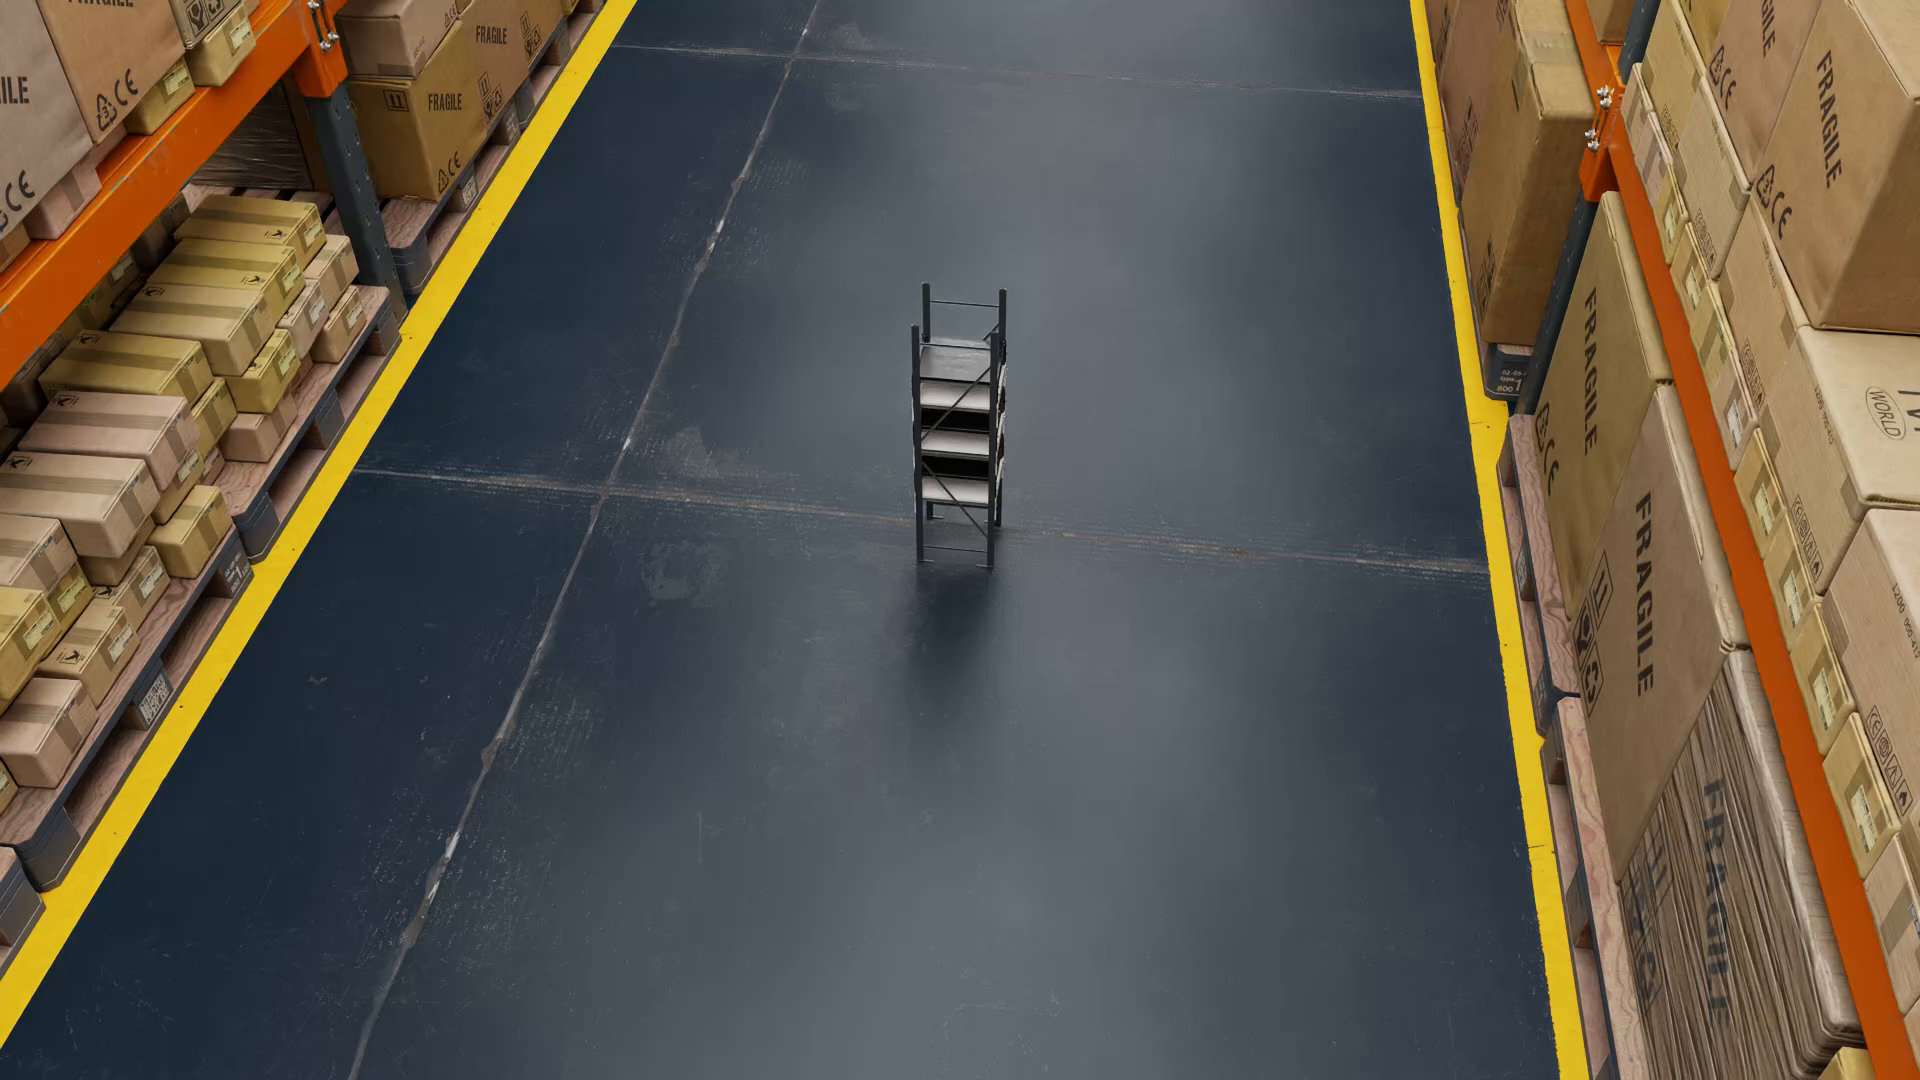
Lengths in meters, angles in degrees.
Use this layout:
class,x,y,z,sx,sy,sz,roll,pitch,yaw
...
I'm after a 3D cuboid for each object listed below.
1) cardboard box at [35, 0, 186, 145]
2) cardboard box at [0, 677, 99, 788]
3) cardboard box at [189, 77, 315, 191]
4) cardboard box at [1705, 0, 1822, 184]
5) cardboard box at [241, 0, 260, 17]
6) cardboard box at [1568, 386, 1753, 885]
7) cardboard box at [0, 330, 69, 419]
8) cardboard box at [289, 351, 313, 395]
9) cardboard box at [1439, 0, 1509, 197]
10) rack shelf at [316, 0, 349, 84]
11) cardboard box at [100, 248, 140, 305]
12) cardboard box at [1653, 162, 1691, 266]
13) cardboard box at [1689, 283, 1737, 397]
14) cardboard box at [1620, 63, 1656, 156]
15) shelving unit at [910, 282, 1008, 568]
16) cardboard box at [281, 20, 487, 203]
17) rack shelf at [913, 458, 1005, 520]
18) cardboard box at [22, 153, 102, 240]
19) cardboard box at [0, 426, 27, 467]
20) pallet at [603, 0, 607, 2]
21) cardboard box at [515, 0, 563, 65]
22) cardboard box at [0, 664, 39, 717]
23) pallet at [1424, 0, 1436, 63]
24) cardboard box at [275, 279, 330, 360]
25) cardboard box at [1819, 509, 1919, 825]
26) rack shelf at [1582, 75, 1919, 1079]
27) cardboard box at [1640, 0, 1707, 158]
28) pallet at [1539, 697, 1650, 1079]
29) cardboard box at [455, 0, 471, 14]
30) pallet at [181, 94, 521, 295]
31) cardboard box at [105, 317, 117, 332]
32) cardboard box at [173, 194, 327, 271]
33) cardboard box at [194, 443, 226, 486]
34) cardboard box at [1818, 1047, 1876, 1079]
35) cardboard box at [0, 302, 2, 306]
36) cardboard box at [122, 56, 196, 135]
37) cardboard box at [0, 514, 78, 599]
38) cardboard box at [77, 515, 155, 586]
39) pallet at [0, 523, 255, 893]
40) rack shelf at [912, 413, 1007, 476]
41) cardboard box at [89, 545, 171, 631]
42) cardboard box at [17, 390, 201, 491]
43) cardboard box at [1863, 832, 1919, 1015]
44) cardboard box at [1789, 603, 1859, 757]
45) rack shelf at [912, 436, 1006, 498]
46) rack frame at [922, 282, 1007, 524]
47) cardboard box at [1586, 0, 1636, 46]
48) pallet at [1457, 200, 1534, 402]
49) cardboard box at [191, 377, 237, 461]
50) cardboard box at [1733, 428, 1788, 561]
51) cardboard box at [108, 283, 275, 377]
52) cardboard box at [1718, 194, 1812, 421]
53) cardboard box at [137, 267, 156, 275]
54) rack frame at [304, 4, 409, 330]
class,x,y,z,sx,sy,sz,roll,pitch,yaw
cardboard box,-2.388,-1.360,4.216,0.500,0.500,0.500,4,44,4
cardboard box,-2.496,0.491,4.318,0.380,0.149,0.250,3,44,3
cardboard box,-2.686,-1.697,6.374,0.500,0.500,0.500,4,44,5
cardboard box,1.979,-1.093,3.570,0.500,0.500,0.500,5,44,6
cardboard box,-2.340,-1.618,4.960,0.380,0.149,0.250,5,44,5
cardboard box,2.083,0.269,4.024,0.875,0.875,0.875,5,44,6
cardboard box,-2.877,-0.504,4.936,0.380,0.149,0.250,4,44,4
cardboard box,-2.365,-0.575,5.444,0.380,0.149,0.250,6,44,7
cardboard box,2.551,-1.834,6.245,1.225,0.875,0.875,4,44,4
rack shelf,-2.270,-3.027,6.789,1.077,0.370,4.000,5,44,6
cardboard box,-2.880,-0.860,5.312,0.380,0.149,0.250,7,44,8
cardboard box,1.931,-0.784,4.079,0.380,0.149,0.250,7,44,7
cardboard box,1.865,-0.431,3.706,0.380,0.149,0.250,5,44,5
cardboard box,2.000,-1.143,4.458,0.380,0.149,0.250,5,44,6
shelving unit,-0.001,-0.321,4.935,0.258,0.900,0.210,5,44,6
cardboard box,-2.173,-1.650,6.323,0.500,0.500,0.500,7,44,7
rack shelf,-0.001,-0.166,5.081,0.258,0.077,0.200,5,44,6
cardboard box,-2.425,-0.895,4.196,0.380,0.149,0.250,4,44,4
cardboard box,-2.938,-0.214,4.846,0.380,0.149,0.250,7,44,7
pallet,-2.110,-3.106,8.377,1.003,0.211,1.213,5,44,6
cardboard box,-2.049,-2.369,7.082,0.500,0.500,0.500,6,44,6
cardboard box,-2.625,0.342,4.259,0.380,0.149,0.250,7,44,8
pallet,2.719,-2.589,7.830,1.003,0.211,1.213,5,44,6
cardboard box,-2.284,-0.722,5.382,0.380,0.149,0.250,3,44,4
cardboard box,1.776,0.220,2.729,0.500,0.250,0.500,4,44,4
rack shelf,2.105,0.219,3.361,1.077,0.370,4.000,5,44,6
cardboard box,2.047,-1.163,4.189,0.500,0.250,0.500,5,44,5
pallet,2.032,0.952,4.091,1.003,0.211,1.213,5,44,6
cardboard box,-2.107,-2.285,6.449,0.500,0.250,0.500,6,44,7
pallet,-2.433,-1.443,6.621,1.003,0.211,1.213,5,44,6
cardboard box,-2.840,-0.583,5.235,0.380,0.149,0.250,5,44,5
cardboard box,-2.323,-0.992,5.452,0.380,0.149,0.250,6,44,7
cardboard box,-2.492,-0.220,5.069,0.380,0.149,0.250,4,44,4
cardboard box,1.846,1.496,2.728,0.875,0.875,0.875,5,44,6
cardboard box,-2.475,-0.546,3.828,0.380,0.149,0.250,6,44,6
cardboard box,-2.360,-1.256,4.577,0.380,0.149,0.250,7,44,7
cardboard box,-2.564,0.063,4.338,0.380,0.149,0.250,5,44,6
cardboard box,-2.502,-0.019,4.640,0.380,0.149,0.250,3,44,4
pallet,-2.747,0.382,4.693,1.003,0.211,1.213,5,44,6
rack shelf,-0.001,-0.297,4.958,0.258,0.077,0.200,5,44,6
cardboard box,-2.486,0.133,4.696,0.380,0.149,0.250,6,44,6
cardboard box,-2.399,-0.282,4.701,0.380,0.149,0.250,3,44,3
cardboard box,1.662,0.620,2.596,0.380,0.149,0.250,6,44,6
cardboard box,1.728,0.266,2.970,0.380,0.149,0.250,5,44,6
rack shelf,-0.001,-0.232,5.020,0.258,0.077,0.200,5,44,6
rack frame,0.012,-0.391,5.008,0.240,0.900,0.006,5,44,6
cardboard box,2.160,-1.785,4.881,0.500,0.500,0.500,5,44,6
pallet,2.396,-0.926,6.074,1.003,0.211,1.213,5,44,6
cardboard box,-2.432,-0.375,5.016,0.380,0.149,0.250,6,44,6
cardboard box,1.796,-0.080,3.336,0.380,0.149,0.250,4,44,4
cardboard box,-2.343,-0.644,5.084,0.380,0.149,0.250,5,44,5
cardboard box,1.914,-0.471,3.458,0.500,0.250,0.500,6,44,7
cardboard box,-2.899,-0.933,5.605,0.380,0.149,0.250,7,44,7
rack frame,-2.534,-1.925,5.102,1.000,3.000,0.127,5,44,6
